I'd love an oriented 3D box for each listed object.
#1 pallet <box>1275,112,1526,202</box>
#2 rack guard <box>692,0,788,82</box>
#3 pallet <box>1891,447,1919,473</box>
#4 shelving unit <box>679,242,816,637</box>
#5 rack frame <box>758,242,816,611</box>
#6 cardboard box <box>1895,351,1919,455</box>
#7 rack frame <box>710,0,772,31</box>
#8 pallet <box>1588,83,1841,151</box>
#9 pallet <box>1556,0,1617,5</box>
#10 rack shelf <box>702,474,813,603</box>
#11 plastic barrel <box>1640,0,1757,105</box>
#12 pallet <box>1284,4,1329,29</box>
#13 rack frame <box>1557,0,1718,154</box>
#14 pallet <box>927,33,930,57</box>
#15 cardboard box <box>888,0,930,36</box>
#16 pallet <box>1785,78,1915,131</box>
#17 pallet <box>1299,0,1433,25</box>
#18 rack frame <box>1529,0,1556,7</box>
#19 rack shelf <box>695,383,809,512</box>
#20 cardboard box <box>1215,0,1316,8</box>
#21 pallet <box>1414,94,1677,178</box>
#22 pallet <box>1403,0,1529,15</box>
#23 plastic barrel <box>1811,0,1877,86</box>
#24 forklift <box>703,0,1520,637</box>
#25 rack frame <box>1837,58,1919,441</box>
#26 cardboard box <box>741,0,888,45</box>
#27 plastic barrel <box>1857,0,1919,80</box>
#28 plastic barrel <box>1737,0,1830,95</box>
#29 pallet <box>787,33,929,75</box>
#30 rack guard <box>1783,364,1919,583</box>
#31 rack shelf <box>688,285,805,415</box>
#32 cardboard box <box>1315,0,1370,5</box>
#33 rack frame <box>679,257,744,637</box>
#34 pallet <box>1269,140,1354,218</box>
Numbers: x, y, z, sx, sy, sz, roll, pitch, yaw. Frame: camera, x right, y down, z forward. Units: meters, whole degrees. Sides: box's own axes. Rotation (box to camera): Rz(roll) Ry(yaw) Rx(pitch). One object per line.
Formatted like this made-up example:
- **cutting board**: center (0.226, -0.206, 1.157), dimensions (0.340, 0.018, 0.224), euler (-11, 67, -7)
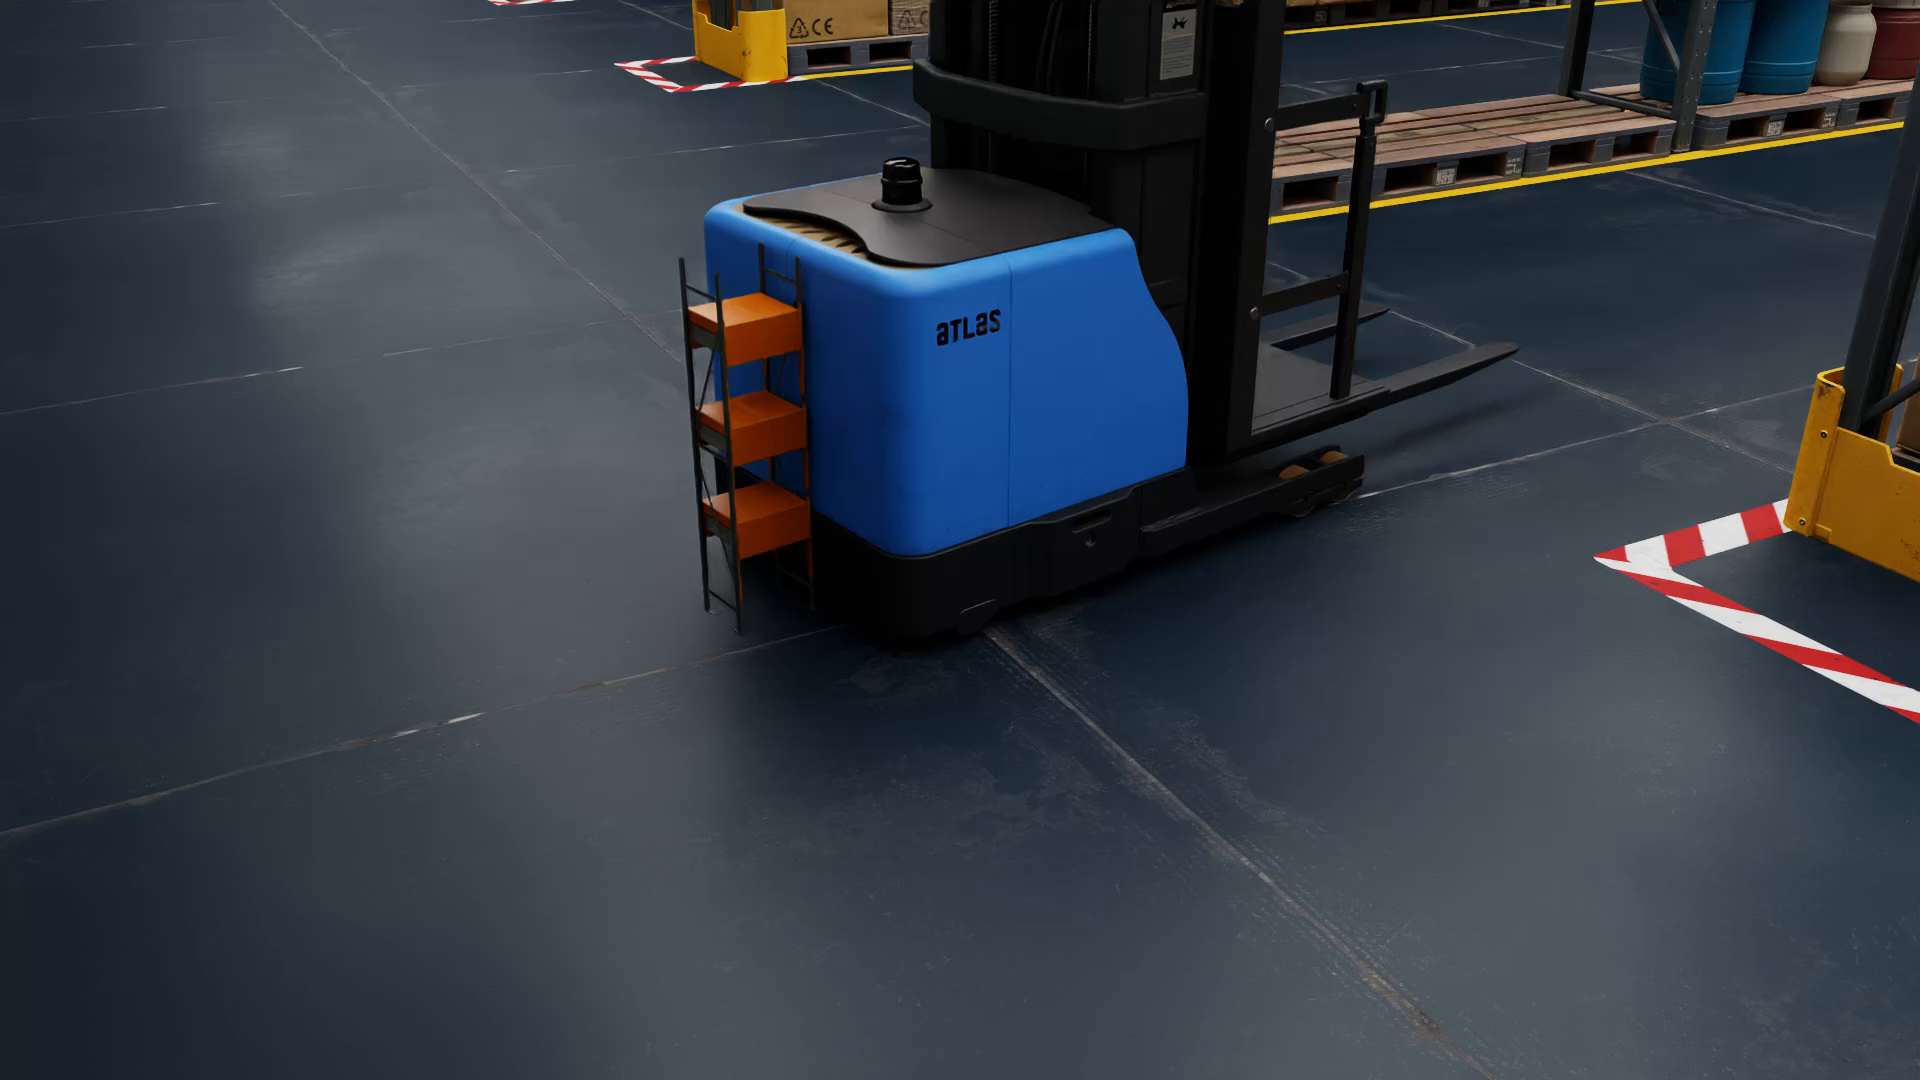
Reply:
- **pallet**: center (2.482, -2.242, 9.675), dimensions (1.213, 0.211, 1.003), euler (-13, 29, -25)
- **rack guard**: center (-1.691, -3.859, 12.710), dimensions (0.348, 0.500, 1.175), euler (-13, 29, -25)
- **pallet**: center (3.759, -0.128, 5.272), dimensions (1.213, 0.211, 1.003), euler (-13, 29, -25)
- **shelving unit**: center (-0.579, -0.269, 4.596), dimensions (0.252, 1.050, 0.215), euler (-19, 31, -34)
- **rack frame**: center (-0.483, -0.301, 4.665), dimensions (0.008, 1.050, 0.200), euler (-19, 31, -34)
- **cardboard box**: center (3.352, -0.483, 5.170), dimensions (0.500, 0.500, 0.500), euler (-13, 29, -25)
- **rack frame**: center (-1.670, -4.991, 12.179), dimensions (0.127, 3.000, 1.000), euler (-13, 29, -25)
- **pallet**: center (4.891, -2.798, 10.833), dimensions (1.213, 0.211, 1.003), euler (-13, 29, -25)
- **pallet**: center (6.079, -5.521, 16.506), dimensions (1.213, 0.211, 1.003), euler (-13, 29, -25)
- **rack shelf**: center (-0.579, -0.008, 4.721), dimensions (0.240, 0.259, 0.215), euler (-19, 31, -34)
- **plastic barrel**: center (4.678, -3.261, 10.516), dimensions (0.708, 0.901, 0.600), euler (-13, 29, -25)
- **pallet**: center (2.505, -4.734, 14.866), dimensions (1.213, 0.211, 1.003), euler (-13, 29, -25)
- **rack frame**: center (4.190, -3.914, 9.936), dimensions (0.127, 3.000, 1.000), euler (-13, 29, -25)
- **pallet**: center (0.074, -4.173, 13.698), dimensions (1.213, 0.211, 1.003), euler (-13, 29, -25)
- **cardboard box**: center (-0.340, -4.568, 13.269), dimensions (0.875, 0.875, 0.875), euler (-13, 29, -25)
- **pallet**: center (5.969, -3.048, 11.355), dimensions (1.213, 0.211, 1.003), euler (-13, 29, -25)
- **pallet**: center (3.583, -4.984, 15.387), dimensions (1.213, 0.211, 1.003), euler (-13, 29, -25)
- **rack frame**: center (5.389, -6.620, 15.572), dimensions (0.127, 3.000, 1.000), euler (-13, 29, -25)
- **rack shelf**: center (-0.579, -0.259, 4.601), dimensions (0.240, 0.259, 0.215), euler (-19, 31, -34)
- **cardboard box**: center (2.415, -5.175, 14.532), dimensions (0.875, 0.875, 1.225), euler (-13, 29, -25)
- **pallet**: center (3.560, -2.492, 10.197), dimensions (1.213, 0.211, 1.003), euler (-13, 29, -25)
- **pallet**: center (4.658, -5.231, 15.901), dimensions (1.213, 0.211, 1.003), euler (-13, 29, -25)
- **plastic barrel**: center (5.844, -3.311, 11.069), dimensions (0.421, 0.512, 0.421), euler (0, 26, 0)
- **forklift**: center (0.715, -1.556, 5.105), dimensions (3.031, 2.935, 1.130), euler (-19, 31, -34)
- **rack frame**: center (2.989, -1.207, 4.297), dimensions (0.127, 3.000, 1.000), euler (-13, 29, -25)
- **cardboard box**: center (-1.143, -4.383, 12.883), dimensions (0.875, 0.875, 0.875), euler (-13, 29, -25)
- **plastic barrel**: center (6.300, -3.494, 11.363), dimensions (0.708, 0.588, 0.600), euler (-13, 29, -25)
- **plastic barrel**: center (5.303, -3.406, 10.817), dimensions (0.708, 0.901, 0.600), euler (-13, 29, -25)
- **pallet**: center (-1.001, -3.926, 13.184), dimensions (1.213, 0.211, 1.003), euler (-13, 29, -25)
- **rack guard**: center (3.056, -0.095, 4.871), dimensions (0.348, 0.500, 1.175), euler (-13, 29, -25)
- **rack shelf**: center (-0.579, -0.515, 4.478), dimensions (0.240, 0.259, 0.215), euler (-19, 31, -34)
- **cardboard box**: center (3.203, -5.357, 14.912), dimensions (0.875, 0.875, 1.225), euler (-14, 29, -27)
- **rack frame**: center (-0.675, -0.236, 4.528), dimensions (0.008, 1.050, 0.200), euler (-19, 31, -34)
- **pallet**: center (1.407, -1.995, 9.161), dimensions (1.213, 0.211, 1.003), euler (-13, 29, -25)
